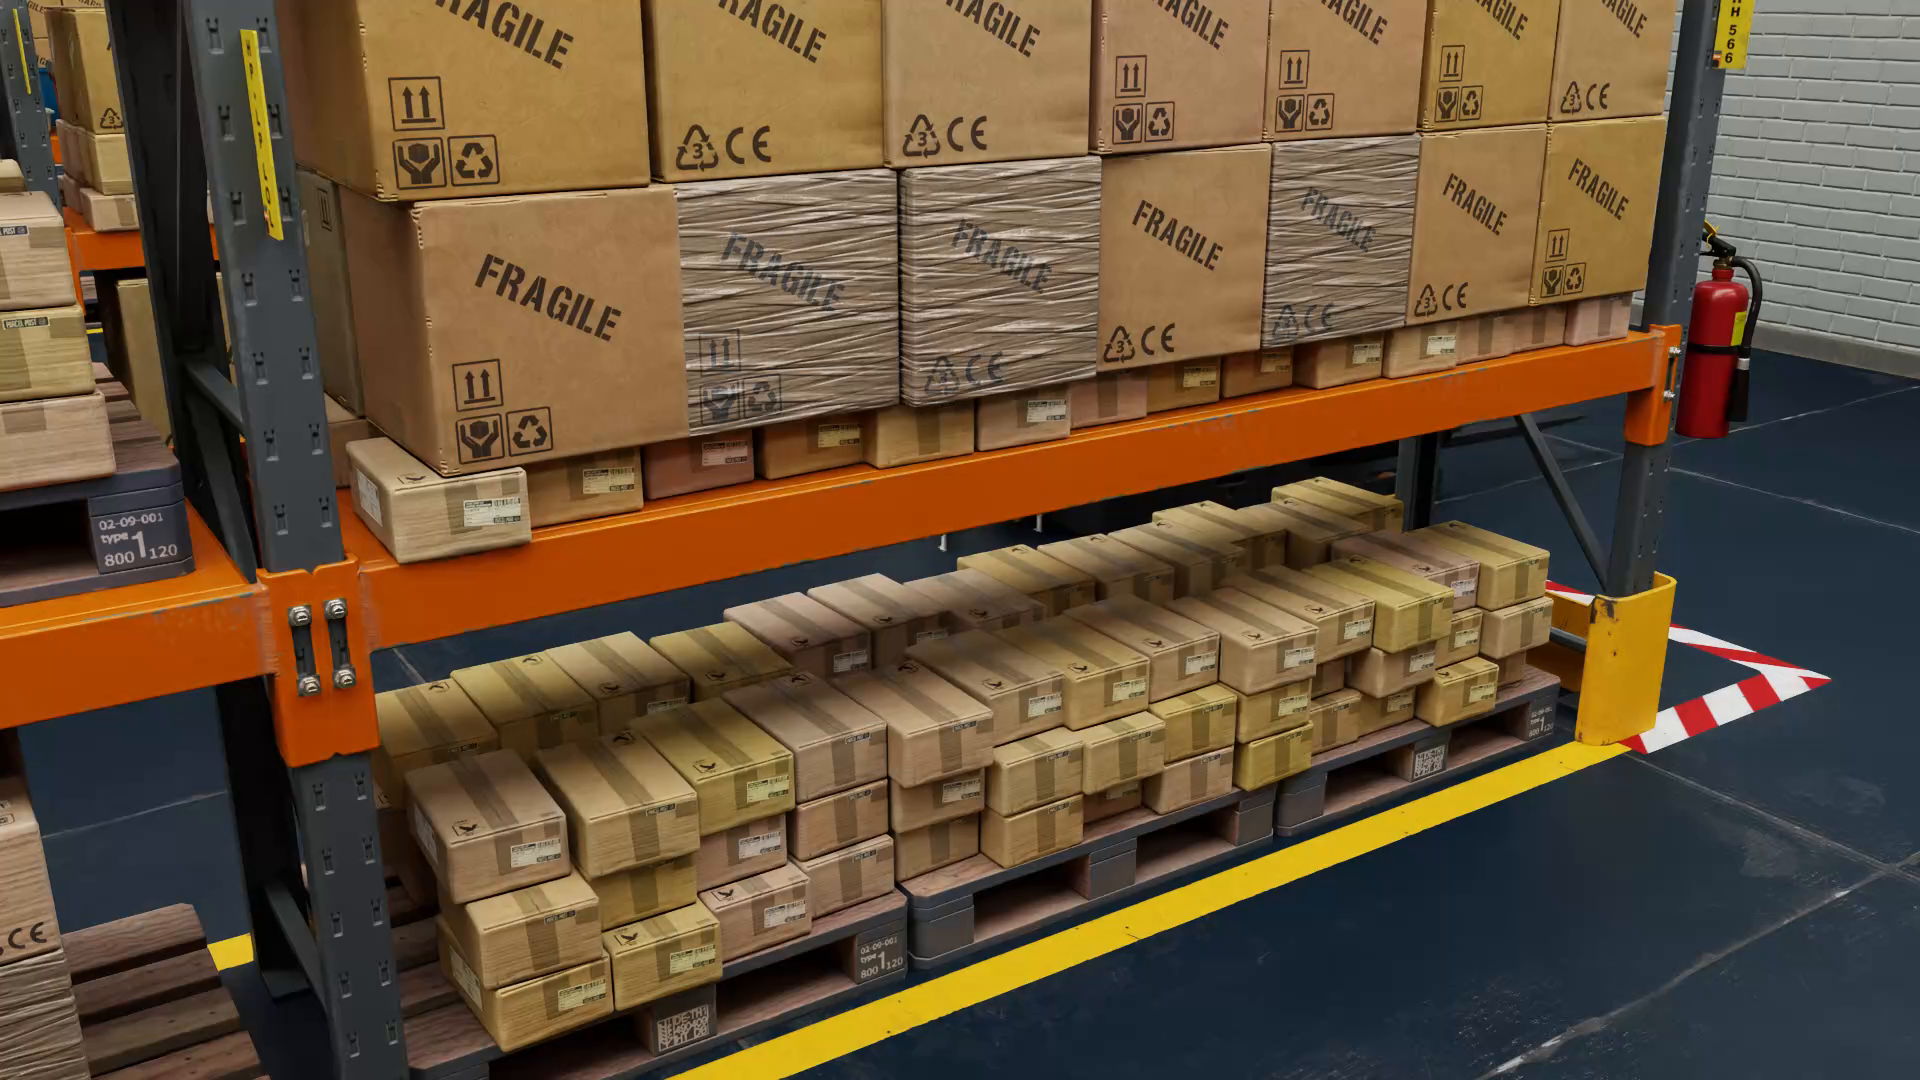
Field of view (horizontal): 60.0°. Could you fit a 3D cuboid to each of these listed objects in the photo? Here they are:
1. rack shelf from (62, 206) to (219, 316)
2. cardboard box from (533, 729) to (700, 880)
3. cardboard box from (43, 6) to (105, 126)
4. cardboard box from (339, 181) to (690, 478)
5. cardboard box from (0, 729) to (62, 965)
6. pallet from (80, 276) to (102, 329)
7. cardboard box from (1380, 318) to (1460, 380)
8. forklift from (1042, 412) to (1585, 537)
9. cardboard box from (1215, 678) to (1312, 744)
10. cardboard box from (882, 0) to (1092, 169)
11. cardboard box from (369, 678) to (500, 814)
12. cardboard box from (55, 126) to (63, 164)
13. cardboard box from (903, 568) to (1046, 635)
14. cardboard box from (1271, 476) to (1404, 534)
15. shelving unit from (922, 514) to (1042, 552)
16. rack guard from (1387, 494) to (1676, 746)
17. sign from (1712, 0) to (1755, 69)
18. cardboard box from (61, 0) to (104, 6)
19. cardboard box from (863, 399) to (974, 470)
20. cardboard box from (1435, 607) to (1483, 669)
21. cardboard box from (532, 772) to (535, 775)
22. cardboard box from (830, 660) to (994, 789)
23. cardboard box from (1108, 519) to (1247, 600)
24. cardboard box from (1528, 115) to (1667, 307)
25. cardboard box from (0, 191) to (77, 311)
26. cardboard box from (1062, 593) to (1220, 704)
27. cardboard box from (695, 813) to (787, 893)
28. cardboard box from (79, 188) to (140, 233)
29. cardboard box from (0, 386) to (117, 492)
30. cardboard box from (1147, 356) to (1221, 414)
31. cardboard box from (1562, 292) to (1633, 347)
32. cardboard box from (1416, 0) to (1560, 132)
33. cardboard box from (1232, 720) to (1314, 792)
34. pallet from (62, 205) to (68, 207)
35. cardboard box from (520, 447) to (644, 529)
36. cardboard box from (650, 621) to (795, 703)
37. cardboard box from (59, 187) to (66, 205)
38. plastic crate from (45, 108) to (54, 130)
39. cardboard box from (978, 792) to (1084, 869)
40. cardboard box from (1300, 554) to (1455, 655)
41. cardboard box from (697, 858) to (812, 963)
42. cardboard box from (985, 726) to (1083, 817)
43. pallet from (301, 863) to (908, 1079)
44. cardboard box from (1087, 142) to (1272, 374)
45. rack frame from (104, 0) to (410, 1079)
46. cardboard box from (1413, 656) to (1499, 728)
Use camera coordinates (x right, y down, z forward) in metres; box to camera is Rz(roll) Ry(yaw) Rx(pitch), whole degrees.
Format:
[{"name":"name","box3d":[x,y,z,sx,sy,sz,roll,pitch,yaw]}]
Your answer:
[{"name":"rack shelf","box3d":[-2.407,-1.607,8.437,4.000,0.370,1.077,-12,22,-31]},{"name":"cardboard box","box3d":[-0.769,0.581,3.709,0.250,0.149,0.380,-11,21,-29]},{"name":"cardboard box","box3d":[-3.840,-2.173,7.587,0.500,0.500,0.500,-11,22,-30]},{"name":"cardboard box","box3d":[-0.881,-0.459,3.298,0.500,0.500,0.500,-12,22,-32]},{"name":"cardboard box","box3d":[-1.917,0.578,2.928,0.500,0.250,0.500,-13,22,-33]},{"name":"pallet","box3d":[-6.208,-1.739,12.059,1.213,0.211,1.003,-12,22,-31]},{"name":"cardboard box","box3d":[1.161,-0.570,4.640,0.250,0.149,0.380,-11,22,-30]},{"name":"forklift","box3d":[1.674,-1.674,7.621,3.031,2.935,1.130,-10,21,-26]},{"name":"cardboard box","box3d":[0.765,0.411,4.676,0.250,0.149,0.380,-12,22,-31]},{"name":"cardboard box","box3d":[-0.060,-1.103,3.642,0.500,0.500,0.500,-11,22,-31]},{"name":"cardboard box","box3d":[-1.280,0.487,3.988,0.250,0.149,0.380,-11,22,-30]},{"name":"cardboard box","box3d":[-10.717,-4.867,20.203,0.500,0.500,0.700,-11,22,-30]},{"name":"cardboard box","box3d":[0.037,0.223,4.769,0.250,0.149,0.380,-12,22,-31]},{"name":"cardboard box","box3d":[1.283,-0.084,5.677,0.250,0.149,0.380,-13,23,-34]},{"name":"shelving unit","box3d":[0.086,-0.592,7.123,0.503,1.200,0.258,-11,22,-29]},{"name":"rack guard","box3d":[1.844,0.242,5.748,0.348,0.500,1.175,-12,22,-31]},{"name":"sign","box3d":[2.196,-1.502,4.702,0.005,0.325,0.100,-12,22,-31]},{"name":"cardboard box","box3d":[-8.114,-4.956,15.503,0.500,0.500,0.500,-13,22,-33]},{"name":"cardboard box","box3d":[-0.171,-0.294,3.822,0.250,0.149,0.380,-11,22,-30]},{"name":"cardboard box","box3d":[1.375,0.256,5.134,0.250,0.149,0.380,-13,22,-33]},{"name":"cardboard box","box3d":[-1.126,0.568,4.211,0.250,0.149,0.380,-13,23,-34]},{"name":"cardboard box","box3d":[-0.122,0.448,4.102,0.250,0.149,0.380,-11,22,-30]},{"name":"cardboard box","box3d":[0.676,0.072,5.214,0.250,0.149,0.380,-13,23,-34]},{"name":"cardboard box","box3d":[1.673,-0.996,4.886,0.500,0.500,0.500,-11,22,-30]},{"name":"cardboard box","box3d":[-1.661,-0.490,2.817,0.250,0.149,0.380,-11,21,-29]},{"name":"cardboard box","box3d":[0.491,0.292,4.566,0.250,0.149,0.380,-13,23,-33]},{"name":"cardboard box","box3d":[-0.609,0.660,3.939,0.250,0.149,0.380,-12,22,-32]},{"name":"cardboard box","box3d":[-3.647,-1.439,7.211,0.250,0.149,0.380,-12,22,-31]},{"name":"cardboard box","box3d":[-1.656,-0.208,2.913,0.250,0.149,0.380,-12,22,-33]},{"name":"cardboard box","box3d":[0.453,-0.449,4.281,0.250,0.149,0.380,-11,22,-30]},{"name":"cardboard box","box3d":[1.790,-0.703,5.034,0.250,0.149,0.380,-12,22,-31]},{"name":"cardboard box","box3d":[1.239,-1.381,4.464,0.500,0.500,0.500,-13,23,-33]},{"name":"cardboard box","box3d":[0.778,0.549,4.732,0.250,0.149,0.380,-13,23,-34]},{"name":"pallet","box3d":[-8.948,-3.045,15.923,1.213,0.211,1.003,-12,22,-31]},{"name":"cardboard box","box3d":[-0.842,-0.160,3.425,0.250,0.149,0.380,-11,22,-30]},{"name":"cardboard box","box3d":[-0.624,0.360,4.362,0.250,0.149,0.380,-11,22,-30]},{"name":"cardboard box","box3d":[-8.922,-3.362,16.270,0.250,0.149,0.380,-12,22,-31]},{"name":"plastic crate","box3d":[-6.334,-2.867,11.361,0.243,0.136,0.396,-12,22,-31]},{"name":"cardboard box","box3d":[0.109,0.683,4.336,0.250,0.149,0.380,-13,22,-33]},{"name":"cardboard box","box3d":[1.217,0.184,4.884,0.250,0.149,0.380,-12,22,-33]},{"name":"cardboard box","box3d":[-0.551,0.818,3.937,0.250,0.149,0.380,-12,22,-32]},{"name":"cardboard box","box3d":[0.106,0.544,4.283,0.250,0.149,0.380,-12,22,-32]},{"name":"pallet","box3d":[-0.892,0.942,4.128,1.213,0.211,1.003,-12,22,-31]},{"name":"cardboard box","box3d":[0.400,-0.729,4.098,0.500,0.500,0.500,-11,21,-29]},{"name":"rack frame","box3d":[-1.434,-0.251,3.303,0.127,3.000,1.000,-12,22,-31]},{"name":"cardboard box","box3d":[1.423,0.417,5.123,0.250,0.149,0.380,-11,22,-30]}]
